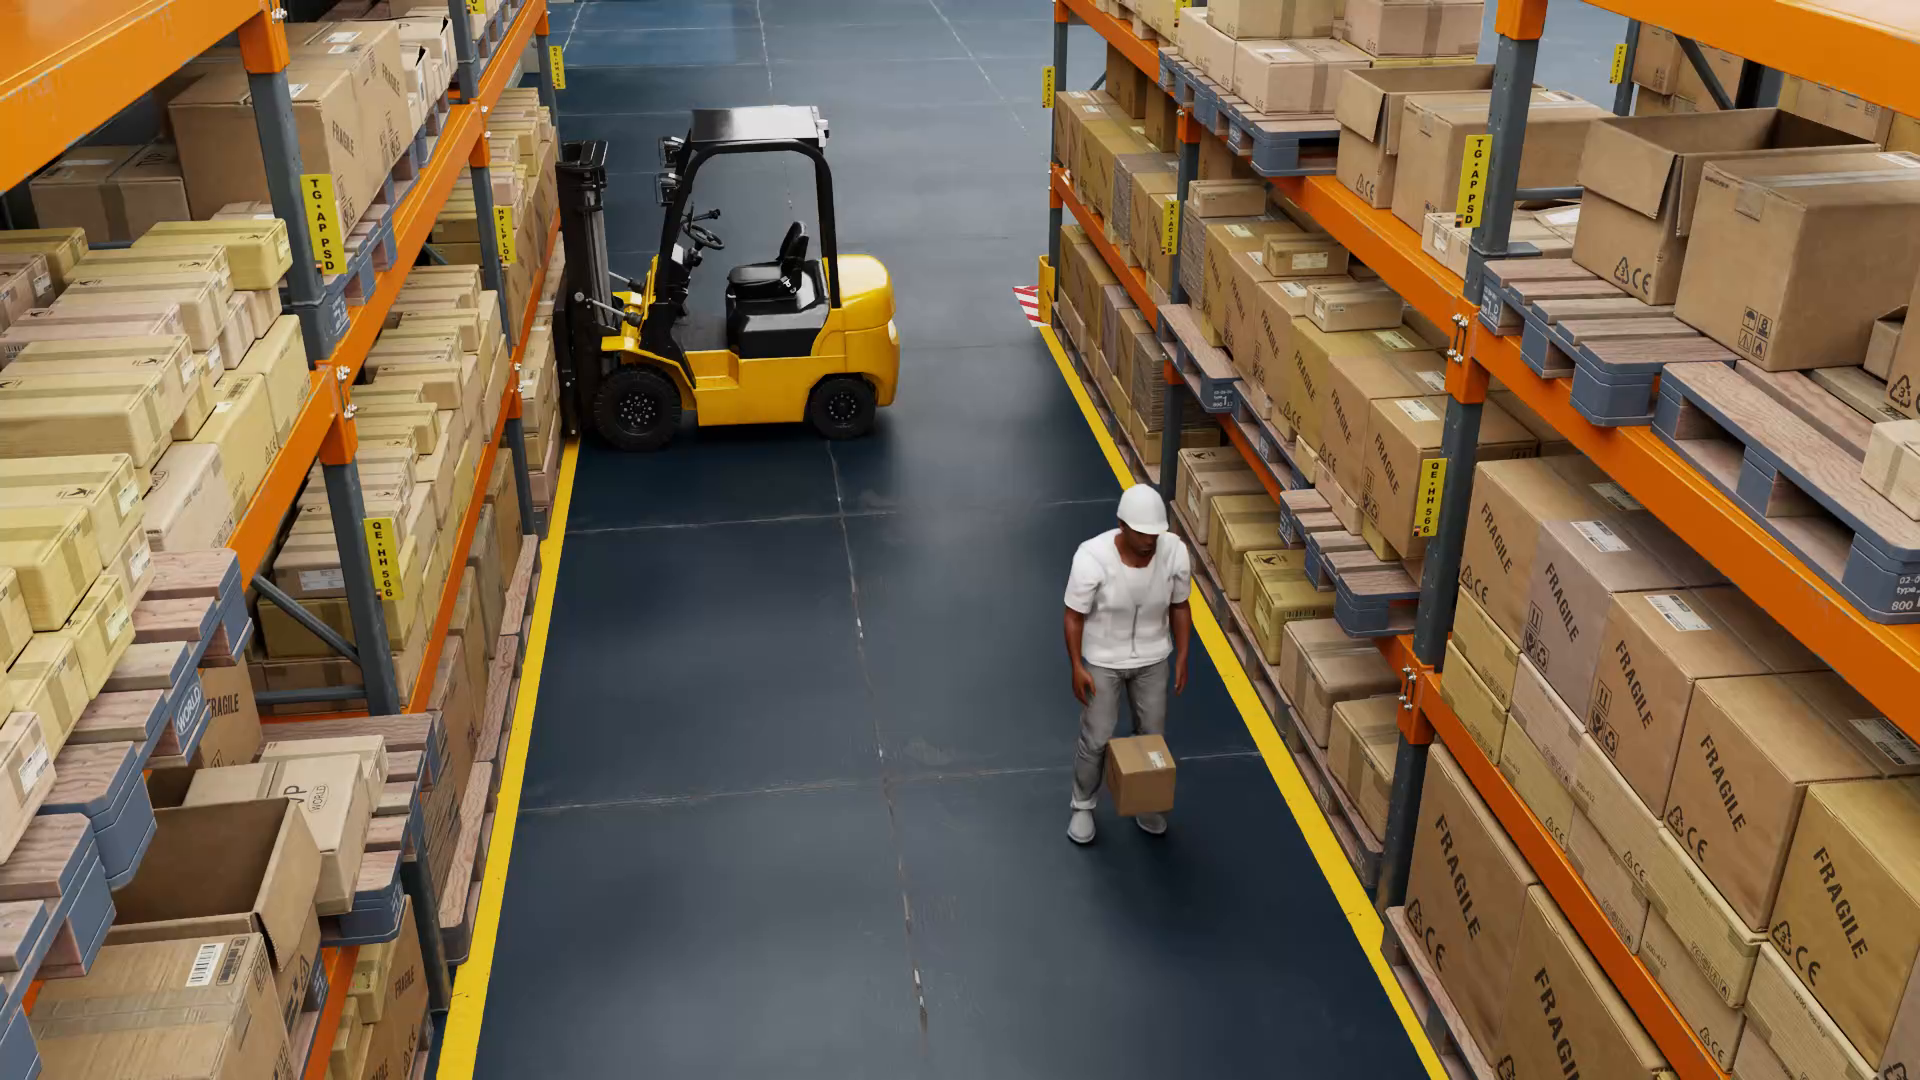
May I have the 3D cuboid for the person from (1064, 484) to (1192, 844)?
[{"bbox_3d":[0.757,0.541,7.532,0.595,1.764,0.435,-5,27,-10],"label":"person"}]
